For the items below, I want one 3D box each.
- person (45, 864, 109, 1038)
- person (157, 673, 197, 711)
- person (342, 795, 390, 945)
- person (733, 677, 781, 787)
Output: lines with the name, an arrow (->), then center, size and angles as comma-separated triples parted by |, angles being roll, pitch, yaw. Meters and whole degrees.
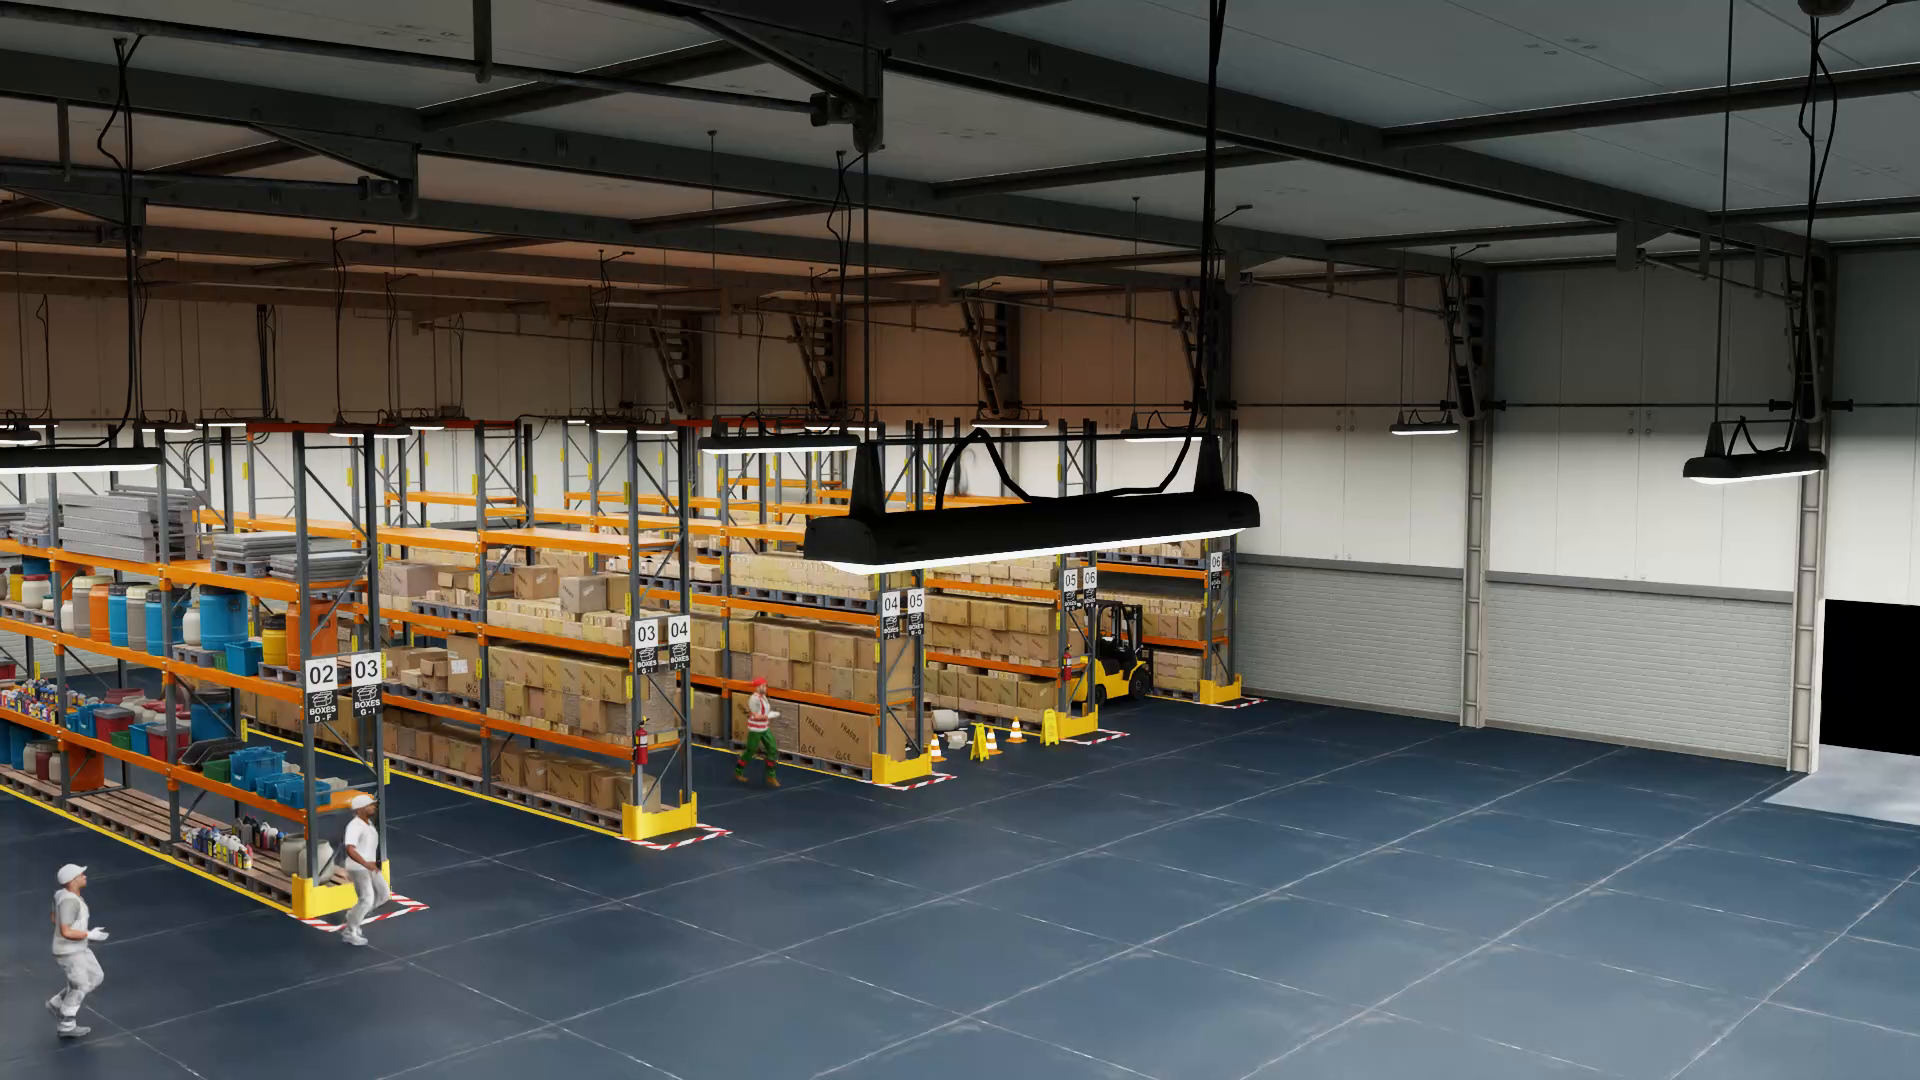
person -> -8.836, 4.100, 16.621 | 0.614, 1.748, 0.635 | -2, 5, -24
person -> -13.445, 3.123, 28.716 | 0.880, 1.765, 0.711 | 3, 6, 33
person -> -7.033, 3.870, 19.709 | 0.513, 1.703, 0.760 | 0, 5, -3
person -> -3.349, 3.176, 27.548 | 0.886, 1.840, 0.646 | 2, 5, 21
